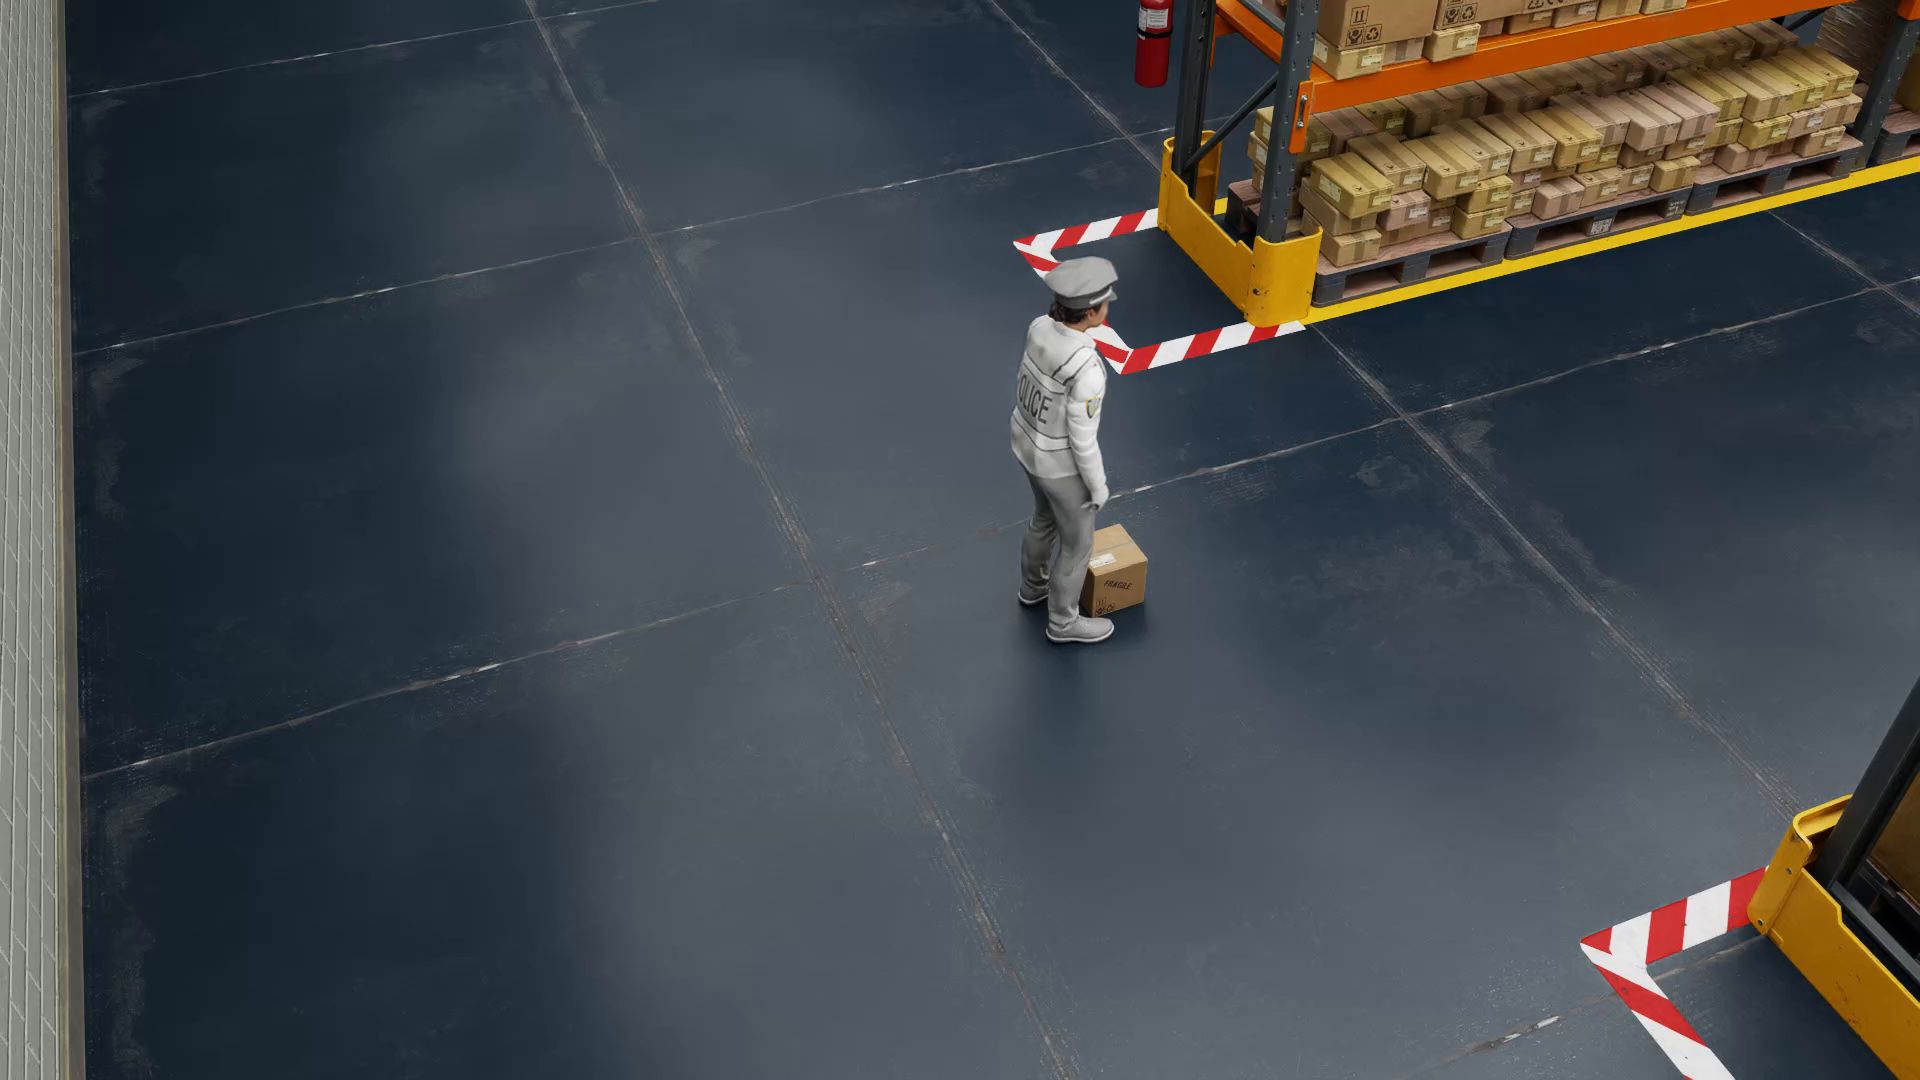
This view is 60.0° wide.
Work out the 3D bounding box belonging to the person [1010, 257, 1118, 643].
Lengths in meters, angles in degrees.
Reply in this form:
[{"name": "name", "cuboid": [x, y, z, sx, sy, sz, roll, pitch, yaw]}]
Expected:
[{"name": "person", "cuboid": [0.401, -0.325, 6.519, 0.378, 1.662, 0.532, -18, 45, -19]}]
